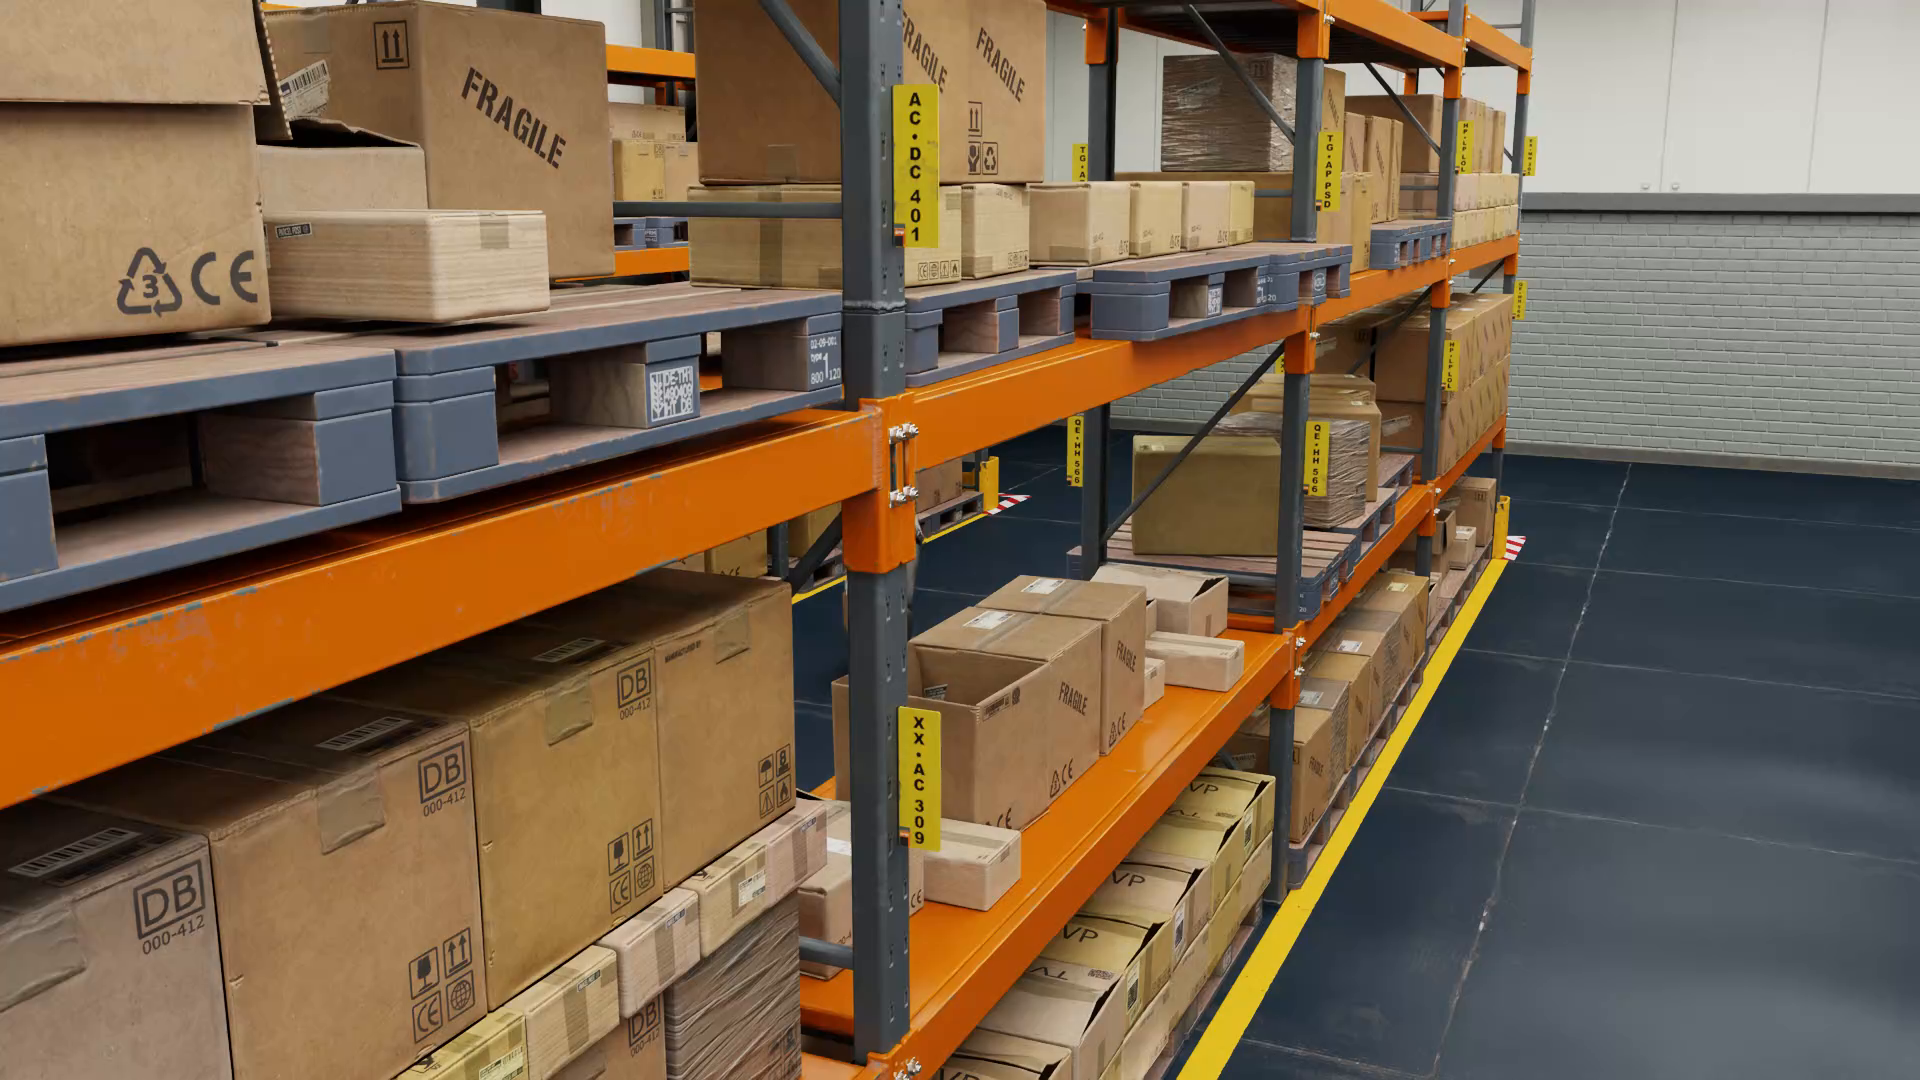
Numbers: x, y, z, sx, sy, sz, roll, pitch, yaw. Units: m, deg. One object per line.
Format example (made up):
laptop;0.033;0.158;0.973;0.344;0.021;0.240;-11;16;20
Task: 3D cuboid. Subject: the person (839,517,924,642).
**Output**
person;-0.556;0.313;11.243;0.416;1.152;0.923;5;13;22
